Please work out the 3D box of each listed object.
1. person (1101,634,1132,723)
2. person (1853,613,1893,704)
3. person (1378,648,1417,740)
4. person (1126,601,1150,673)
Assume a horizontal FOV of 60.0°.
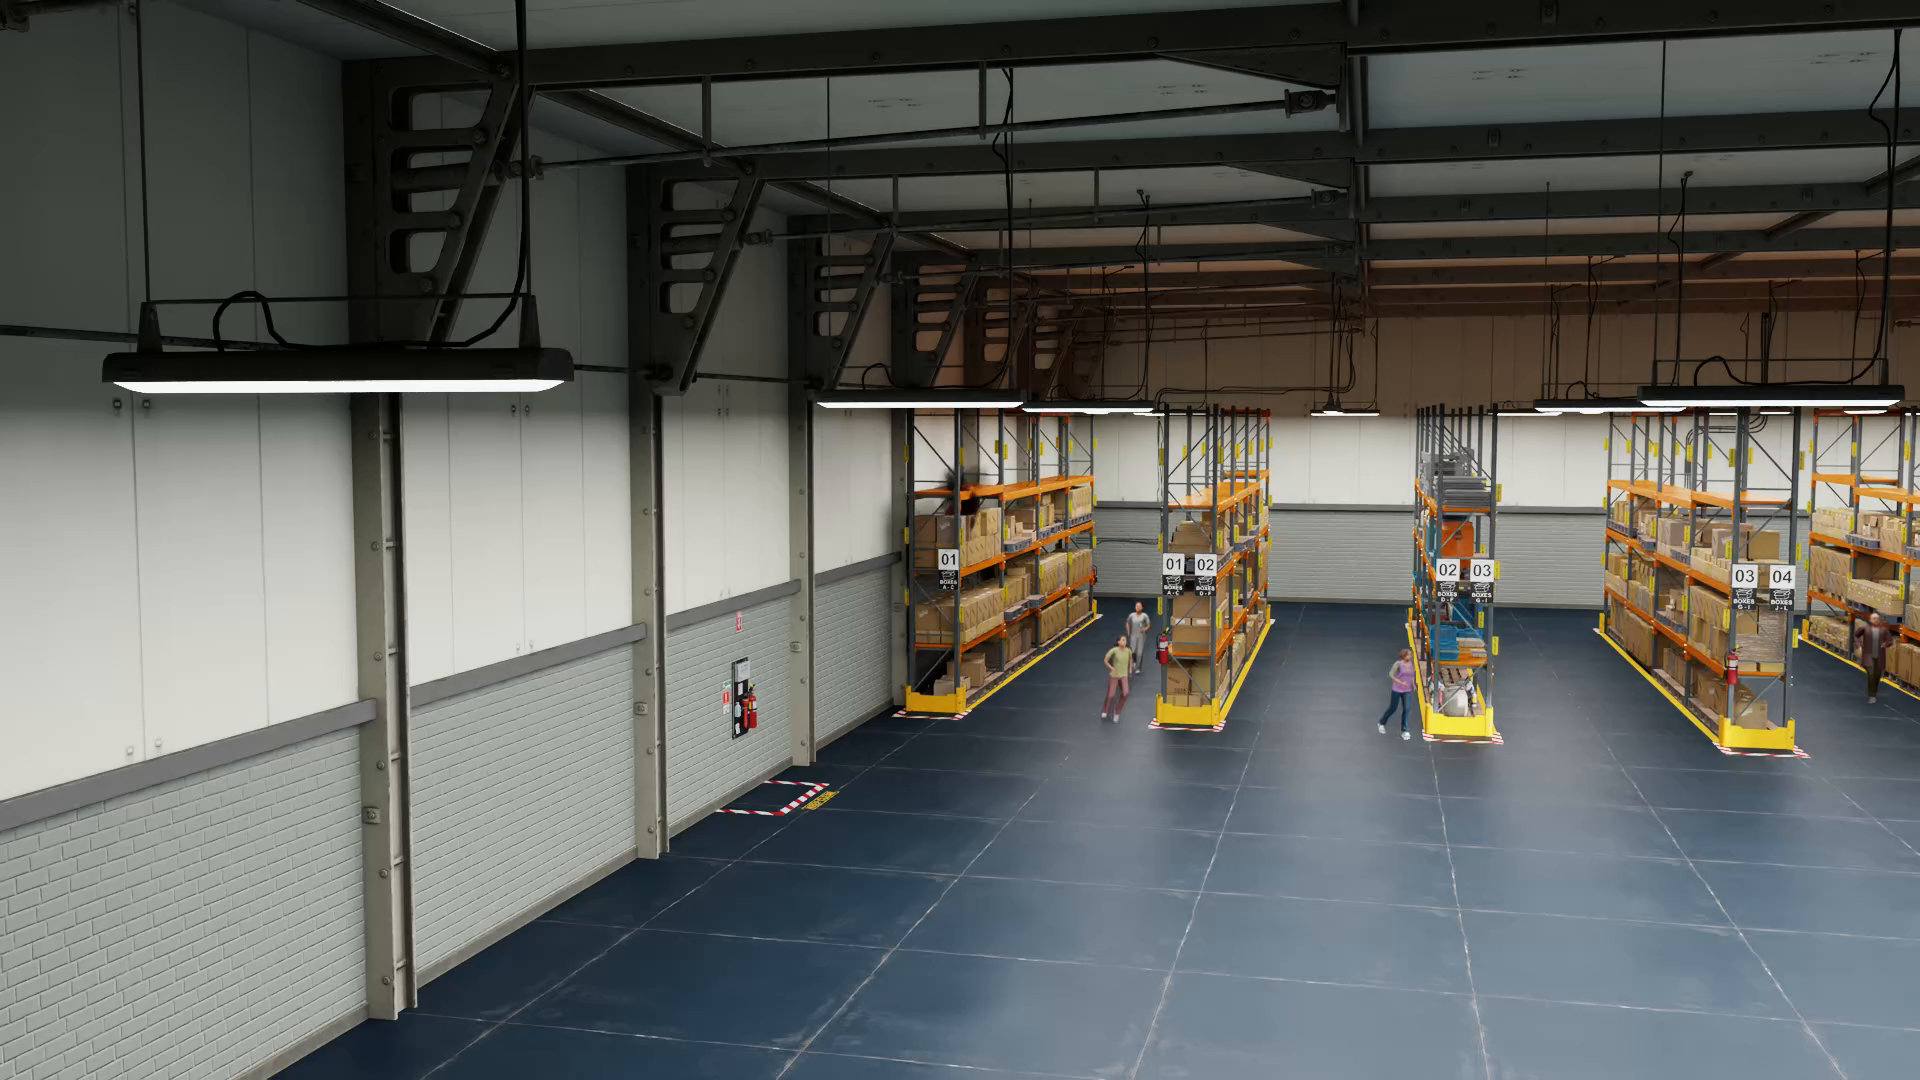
[{"bbox_3d":[3.021,2.612,31.553,0.620,1.664,0.659,-1,4,-14],"label":"person"},{"bbox_3d":[18.493,2.376,33.677,0.705,1.793,0.922,1,4,18],"label":"person"},{"bbox_3d":[7.962,2.733,29.867,0.602,1.584,0.829,-1,4,-19],"label":"person"},{"bbox_3d":[3.985,2.192,37.303,0.565,1.624,0.545,1,4,12],"label":"person"}]
